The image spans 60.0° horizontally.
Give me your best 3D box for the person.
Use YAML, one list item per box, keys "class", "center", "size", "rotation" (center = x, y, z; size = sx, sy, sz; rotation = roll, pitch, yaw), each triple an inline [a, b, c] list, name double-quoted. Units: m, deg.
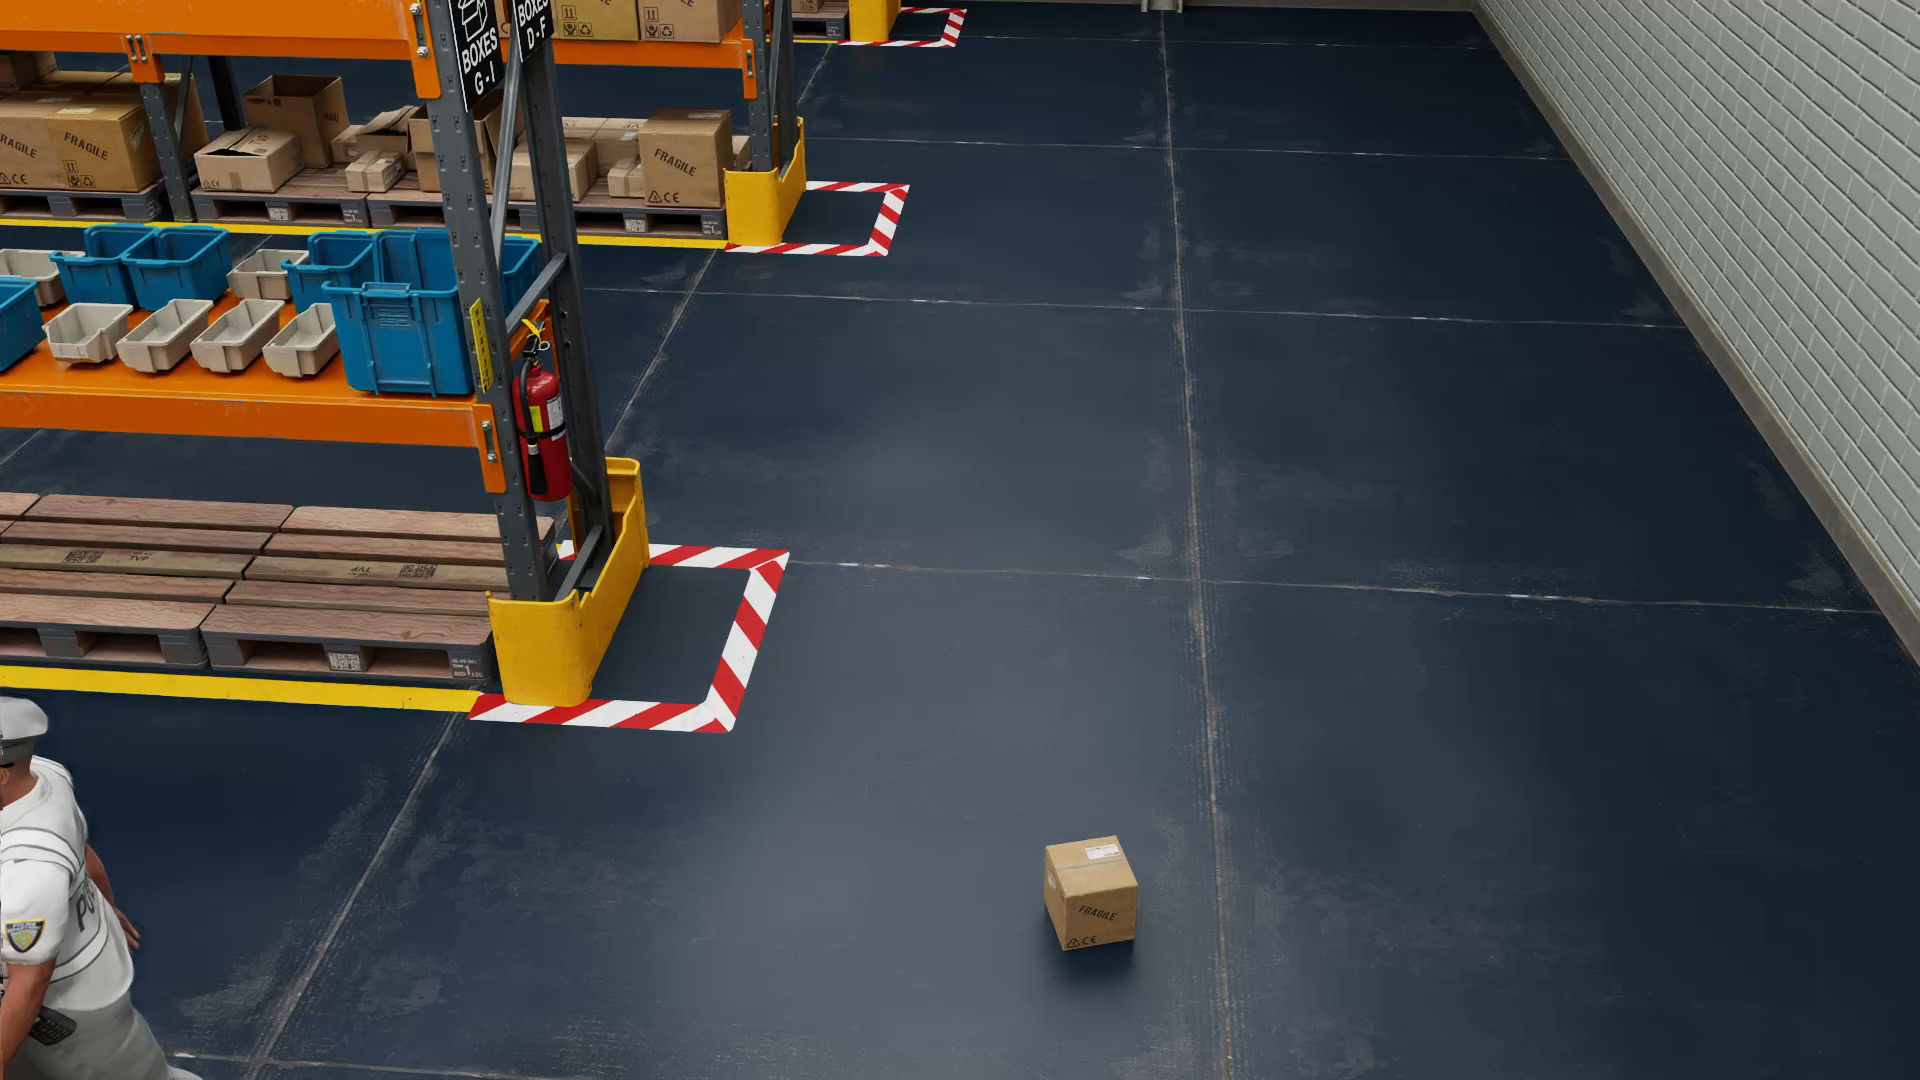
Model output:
- class: "person"
  center: [-2.427, 1.151, 4.230]
  size: [0.972, 1.717, 0.576]
  rotation: [-16, 35, -24]
